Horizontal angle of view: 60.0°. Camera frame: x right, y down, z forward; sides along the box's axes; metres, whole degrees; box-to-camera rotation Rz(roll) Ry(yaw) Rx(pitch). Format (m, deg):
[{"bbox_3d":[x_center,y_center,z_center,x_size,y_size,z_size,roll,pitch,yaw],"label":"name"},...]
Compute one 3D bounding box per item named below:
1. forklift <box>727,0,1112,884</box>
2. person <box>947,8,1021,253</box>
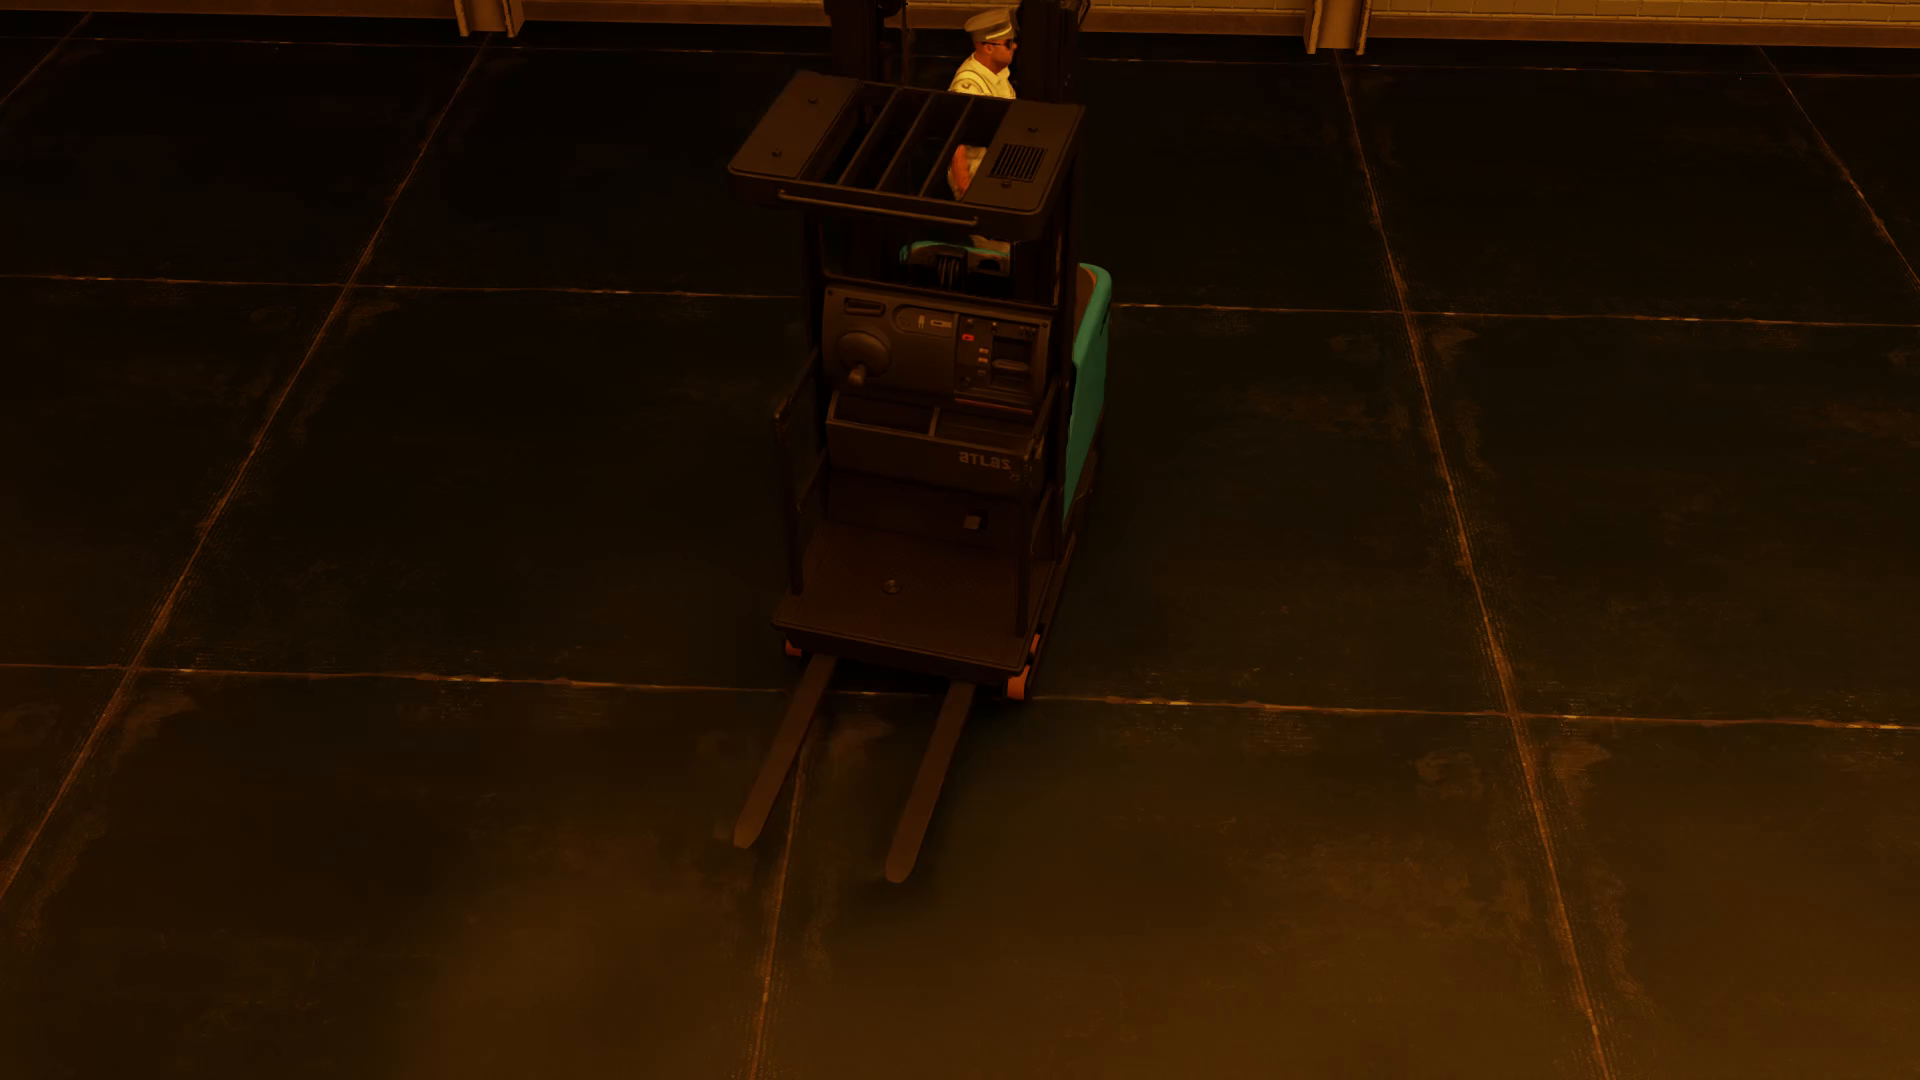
[{"bbox_3d":[-0.153,-0.684,6.492,1.130,2.935,3.031,10,43,11],"label":"forklift"},{"bbox_3d":[0.196,-1.909,8.693,0.496,1.771,0.664,13,44,14],"label":"person"}]
